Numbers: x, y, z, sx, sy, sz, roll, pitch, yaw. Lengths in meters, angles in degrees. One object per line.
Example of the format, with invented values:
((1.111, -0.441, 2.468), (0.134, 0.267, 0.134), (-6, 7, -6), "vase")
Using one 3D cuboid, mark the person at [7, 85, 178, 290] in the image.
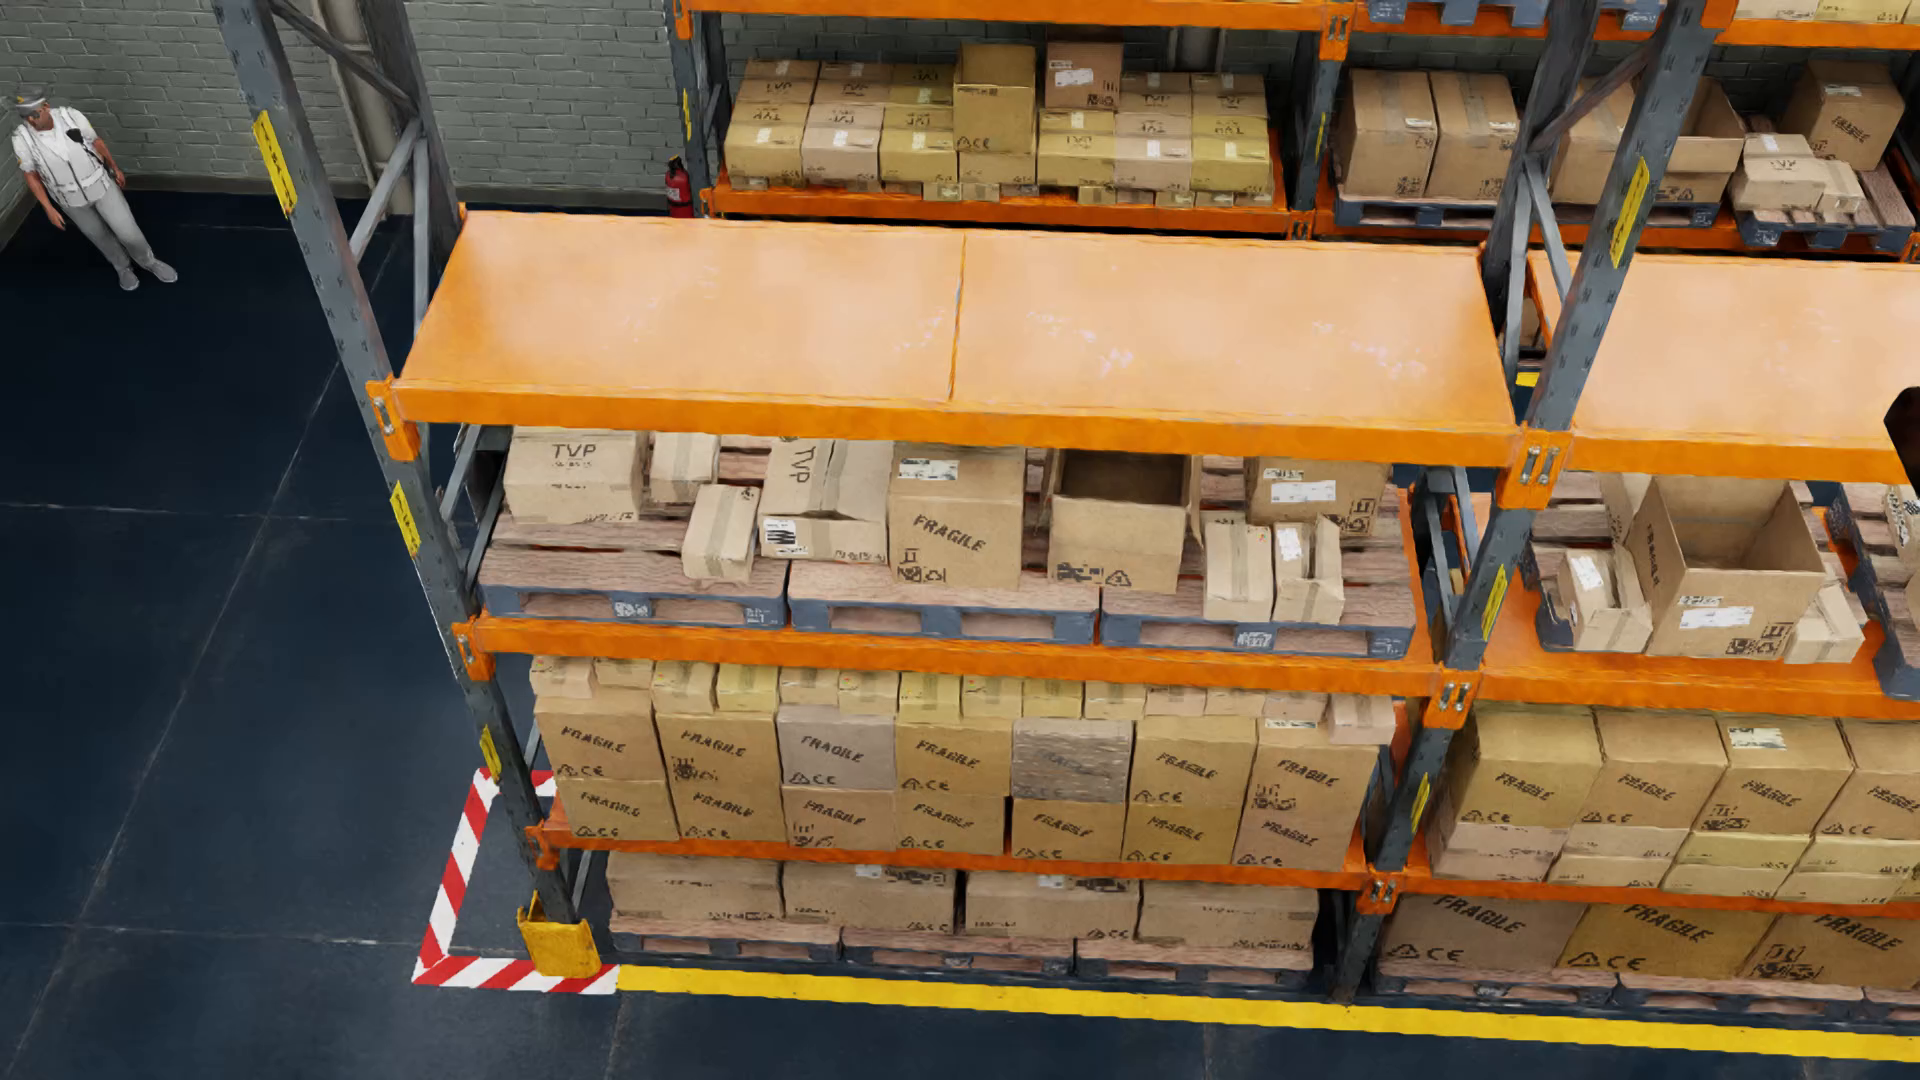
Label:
((-6.205, -2.500, 11.807), (0.659, 1.749, 0.483), (-22, 52, -19), "person")
